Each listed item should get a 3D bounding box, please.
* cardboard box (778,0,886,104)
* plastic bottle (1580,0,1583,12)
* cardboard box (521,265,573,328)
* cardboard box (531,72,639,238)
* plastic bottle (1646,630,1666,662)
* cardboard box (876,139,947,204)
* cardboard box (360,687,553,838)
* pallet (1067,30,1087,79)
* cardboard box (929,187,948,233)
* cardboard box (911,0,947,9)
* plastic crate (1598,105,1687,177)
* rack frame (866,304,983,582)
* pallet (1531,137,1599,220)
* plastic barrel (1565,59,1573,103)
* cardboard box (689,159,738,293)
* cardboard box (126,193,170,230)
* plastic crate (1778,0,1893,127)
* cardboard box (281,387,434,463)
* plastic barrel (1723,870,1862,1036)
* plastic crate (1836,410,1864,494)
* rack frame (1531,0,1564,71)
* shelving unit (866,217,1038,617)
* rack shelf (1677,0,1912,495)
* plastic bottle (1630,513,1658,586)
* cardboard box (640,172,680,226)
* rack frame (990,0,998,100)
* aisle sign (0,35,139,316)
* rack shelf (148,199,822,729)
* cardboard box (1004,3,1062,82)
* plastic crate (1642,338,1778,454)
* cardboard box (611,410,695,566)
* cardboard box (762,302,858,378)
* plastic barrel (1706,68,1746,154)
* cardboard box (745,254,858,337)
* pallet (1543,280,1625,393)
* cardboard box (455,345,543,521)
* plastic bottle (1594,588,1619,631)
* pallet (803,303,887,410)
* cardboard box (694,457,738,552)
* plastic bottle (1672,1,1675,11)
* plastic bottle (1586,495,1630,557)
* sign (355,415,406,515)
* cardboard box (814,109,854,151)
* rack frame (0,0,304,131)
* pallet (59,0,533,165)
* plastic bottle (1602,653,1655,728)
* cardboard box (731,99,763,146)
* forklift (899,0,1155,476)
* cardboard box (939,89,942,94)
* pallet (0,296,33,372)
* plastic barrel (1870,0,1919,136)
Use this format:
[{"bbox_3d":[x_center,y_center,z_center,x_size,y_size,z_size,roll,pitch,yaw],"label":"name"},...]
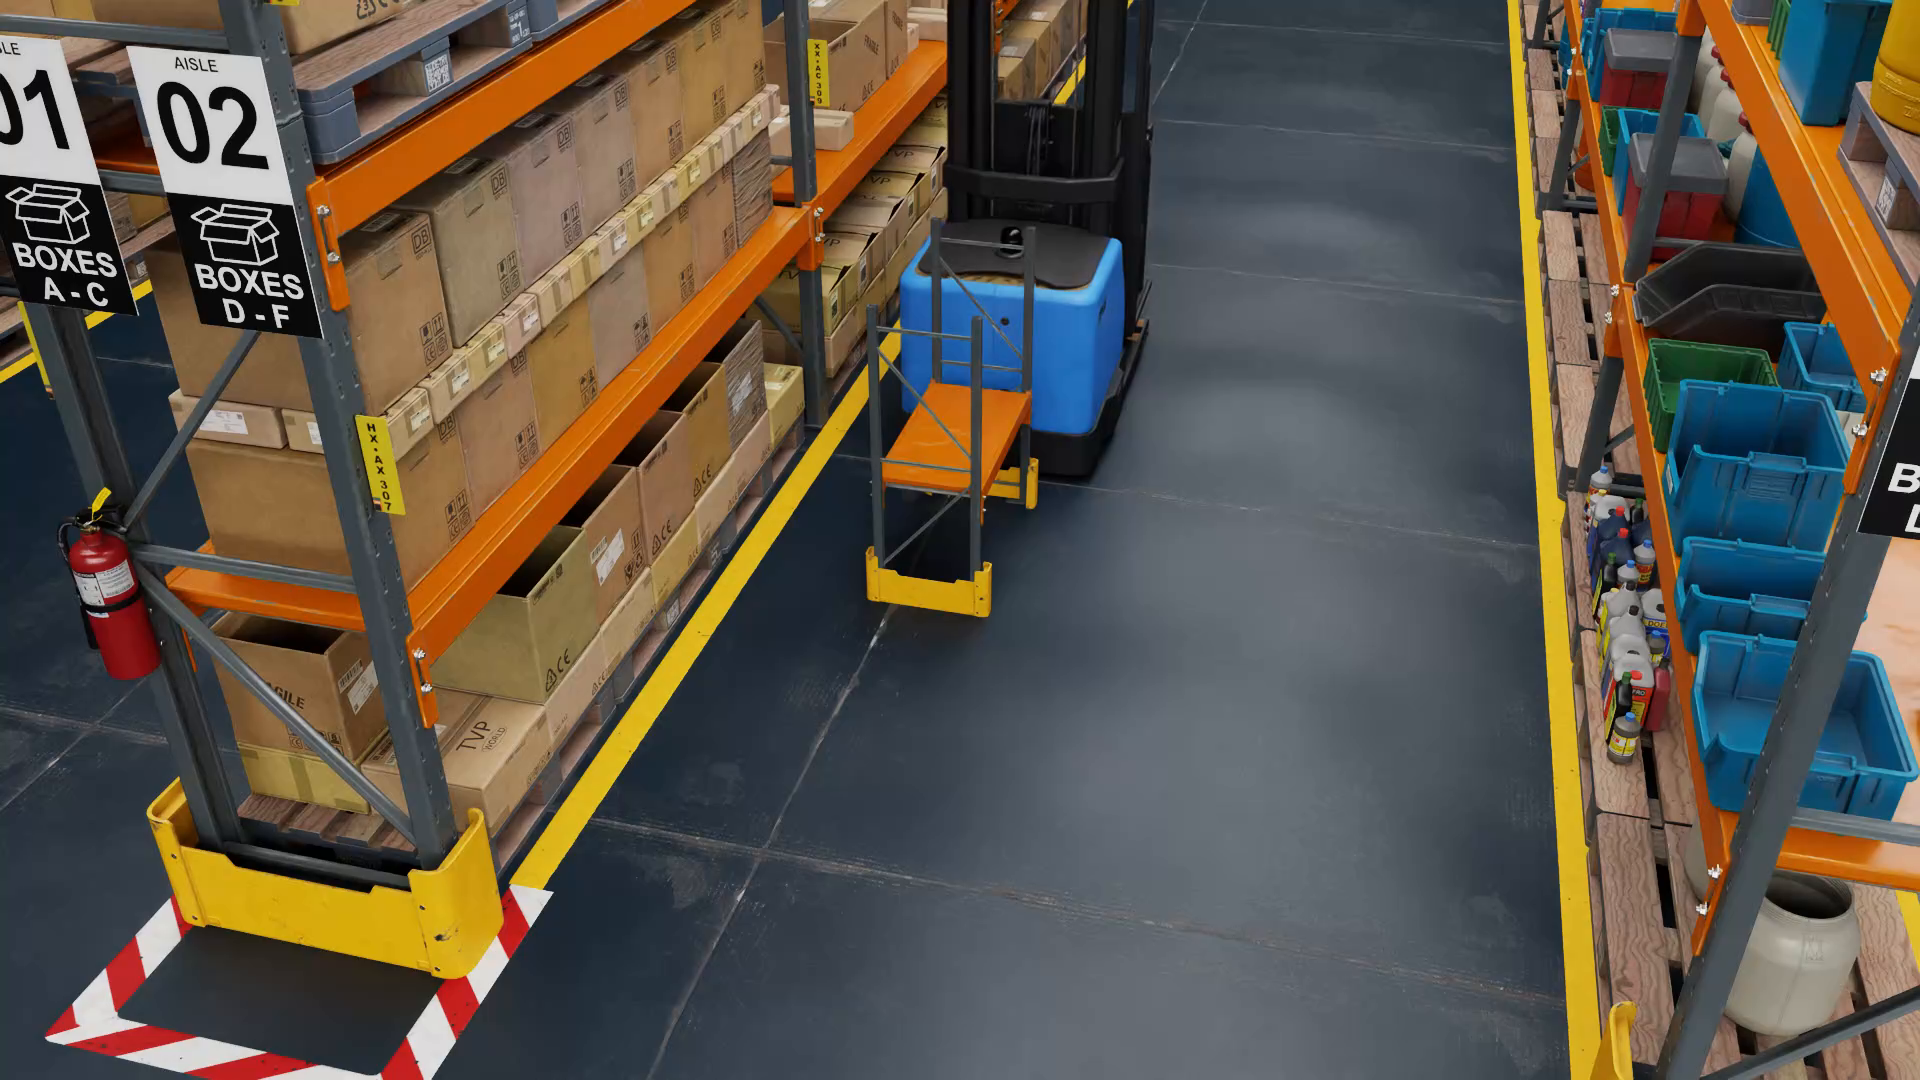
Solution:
[{"bbox_3d":[-0.763,-2.947,9.997,0.500,0.500,0.500,8,33,12],"label":"cardboard box"},{"bbox_3d":[4.391,-3.787,11.596,0.097,0.201,0.097,0,32,0],"label":"plastic bottle"},{"bbox_3d":[-1.681,-0.926,6.213,0.380,0.149,0.250,7,33,11],"label":"cardboard box"},{"bbox_3d":[-1.723,-1.553,6.594,0.700,0.500,0.500,8,33,12],"label":"cardboard box"},{"bbox_3d":[2.875,0.467,6.917,0.097,0.201,0.097,0,32,0],"label":"plastic bottle"},{"bbox_3d":[-0.370,-2.467,10.984,0.500,0.311,0.500,8,33,12],"label":"cardboard box"},{"bbox_3d":[-1.898,0.835,6.311,0.500,0.250,0.500,8,33,12],"label":"cardboard box"},{"bbox_3d":[0.626,-4.523,15.168,1.003,0.211,1.213,8,33,12],"label":"pallet"},{"bbox_3d":[-0.375,-2.233,11.138,0.500,0.250,0.500,9,33,13],"label":"cardboard box"},{"bbox_3d":[-0.354,-3.831,11.563,0.500,0.311,0.500,10,34,15],"label":"cardboard box"},{"bbox_3d":[3.725,-2.152,9.036,0.450,0.188,0.662,8,33,12],"label":"plastic crate"},{"bbox_3d":[-0.151,-0.325,7.363,0.500,1.500,0.032,8,33,12],"label":"rack frame"},{"bbox_3d":[4.731,-2.613,12.163,1.003,0.211,1.213,8,33,12],"label":"pallet"},{"bbox_3d":[5.022,-3.650,13.122,0.421,0.512,0.421,0,32,0],"label":"plastic barrel"},{"bbox_3d":[-1.468,-1.512,7.739,0.700,0.500,0.500,8,33,12],"label":"cardboard box"},{"bbox_3d":[-5.773,-2.438,11.209,0.700,0.500,0.500,7,33,11],"label":"cardboard box"},{"bbox_3d":[2.734,-1.513,5.053,0.392,0.384,0.575,8,33,12],"label":"plastic crate"},{"bbox_3d":[-1.941,-0.390,5.370,0.380,0.149,0.250,8,33,12],"label":"cardboard box"},{"bbox_3d":[2.634,1.297,5.341,0.421,0.512,0.421,0,32,0],"label":"plastic barrel"},{"bbox_3d":[3.389,-0.311,6.189,0.530,0.136,0.437,8,33,12],"label":"plastic crate"},{"bbox_3d":[5.586,-5.451,14.028,1.000,3.000,0.127,8,33,12],"label":"rack frame"},{"bbox_3d":[-0.019,-0.593,7.785,0.587,1.500,1.083,8,33,12],"label":"shelving unit"},{"bbox_3d":[3.049,-1.224,5.253,1.077,0.370,4.000,8,33,12],"label":"rack shelf"},{"bbox_3d":[3.089,0.015,7.489,0.144,0.351,0.185,8,33,12],"label":"plastic bottle"},{"bbox_3d":[-1.420,-1.462,7.057,0.380,0.149,0.250,9,34,14],"label":"cardboard box"},{"bbox_3d":[-0.219,-4.051,11.827,1.000,3.000,0.127,8,33,12],"label":"rack frame"},{"bbox_3d":[-2.550,-1.003,4.608,0.394,0.787,0.004,8,33,12],"label":"aisle sign"},{"bbox_3d":[-1.742,-0.634,7.122,1.077,0.370,4.000,8,33,12],"label":"rack shelf"},{"bbox_3d":[0.560,-4.183,13.954,0.500,0.500,0.500,7,33,11],"label":"cardboard box"},{"bbox_3d":[2.939,-0.544,6.507,0.450,0.188,0.662,8,33,12],"label":"plastic crate"},{"bbox_3d":[-1.515,-0.259,7.334,0.500,0.500,0.500,8,33,12],"label":"cardboard box"},{"bbox_3d":[-0.892,-1.168,9.463,0.500,0.250,0.500,7,33,11],"label":"cardboard box"},{"bbox_3d":[4.197,-2.204,8.794,0.433,0.535,0.433,0,32,0],"label":"plastic barrel"},{"bbox_3d":[-0.888,-1.409,9.320,0.500,0.311,0.500,8,33,13],"label":"cardboard box"},{"bbox_3d":[4.026,-1.170,9.894,1.003,0.211,1.213,8,33,12],"label":"pallet"},{"bbox_3d":[-1.990,-0.456,6.078,0.700,0.500,0.500,9,34,14],"label":"cardboard box"},{"bbox_3d":[2.808,0.300,7.180,0.097,0.201,0.097,0,32,0],"label":"plastic bottle"},{"bbox_3d":[-1.085,-1.186,9.919,1.003,0.211,1.213,8,33,12],"label":"pallet"},{"bbox_3d":[-1.389,-0.202,7.944,0.500,0.250,0.500,8,33,12],"label":"cardboard box"},{"bbox_3d":[4.986,-3.719,11.489,0.097,0.201,0.097,0,32,0],"label":"plastic bottle"},{"bbox_3d":[2.996,-0.058,7.674,0.152,0.276,0.135,9,34,14],"label":"plastic bottle"},{"bbox_3d":[-1.714,-0.220,4.919,0.100,0.325,0.005,8,33,12],"label":"sign"},{"bbox_3d":[-0.812,-2.301,9.308,0.380,0.149,0.250,8,33,12],"label":"cardboard box"},{"bbox_3d":[-2.249,-2.431,3.687,1.000,3.000,0.127,8,33,12],"label":"rack frame"},{"bbox_3d":[-2.045,-1.492,5.087,1.003,0.211,1.213,8,33,12],"label":"pallet"},{"bbox_3d":[2.674,0.601,6.638,0.152,0.276,0.135,8,33,13],"label":"plastic bottle"},{"bbox_3d":[-1.161,-1.993,7.891,0.380,0.149,0.250,7,33,11],"label":"cardboard box"},{"bbox_3d":[0.529,-2.353,9.220,1.130,2.935,3.031,8,33,12],"label":"forklift"},{"bbox_3d":[-0.209,-3.699,13.193,0.500,0.500,0.500,9,34,14],"label":"cardboard box"},{"bbox_3d":[-6.163,-1.118,9.812,1.003,0.211,1.213,8,33,12],"label":"pallet"},{"bbox_3d":[2.707,-1.355,4.222,0.600,0.588,0.600,0,32,0],"label":"plastic barrel"}]
